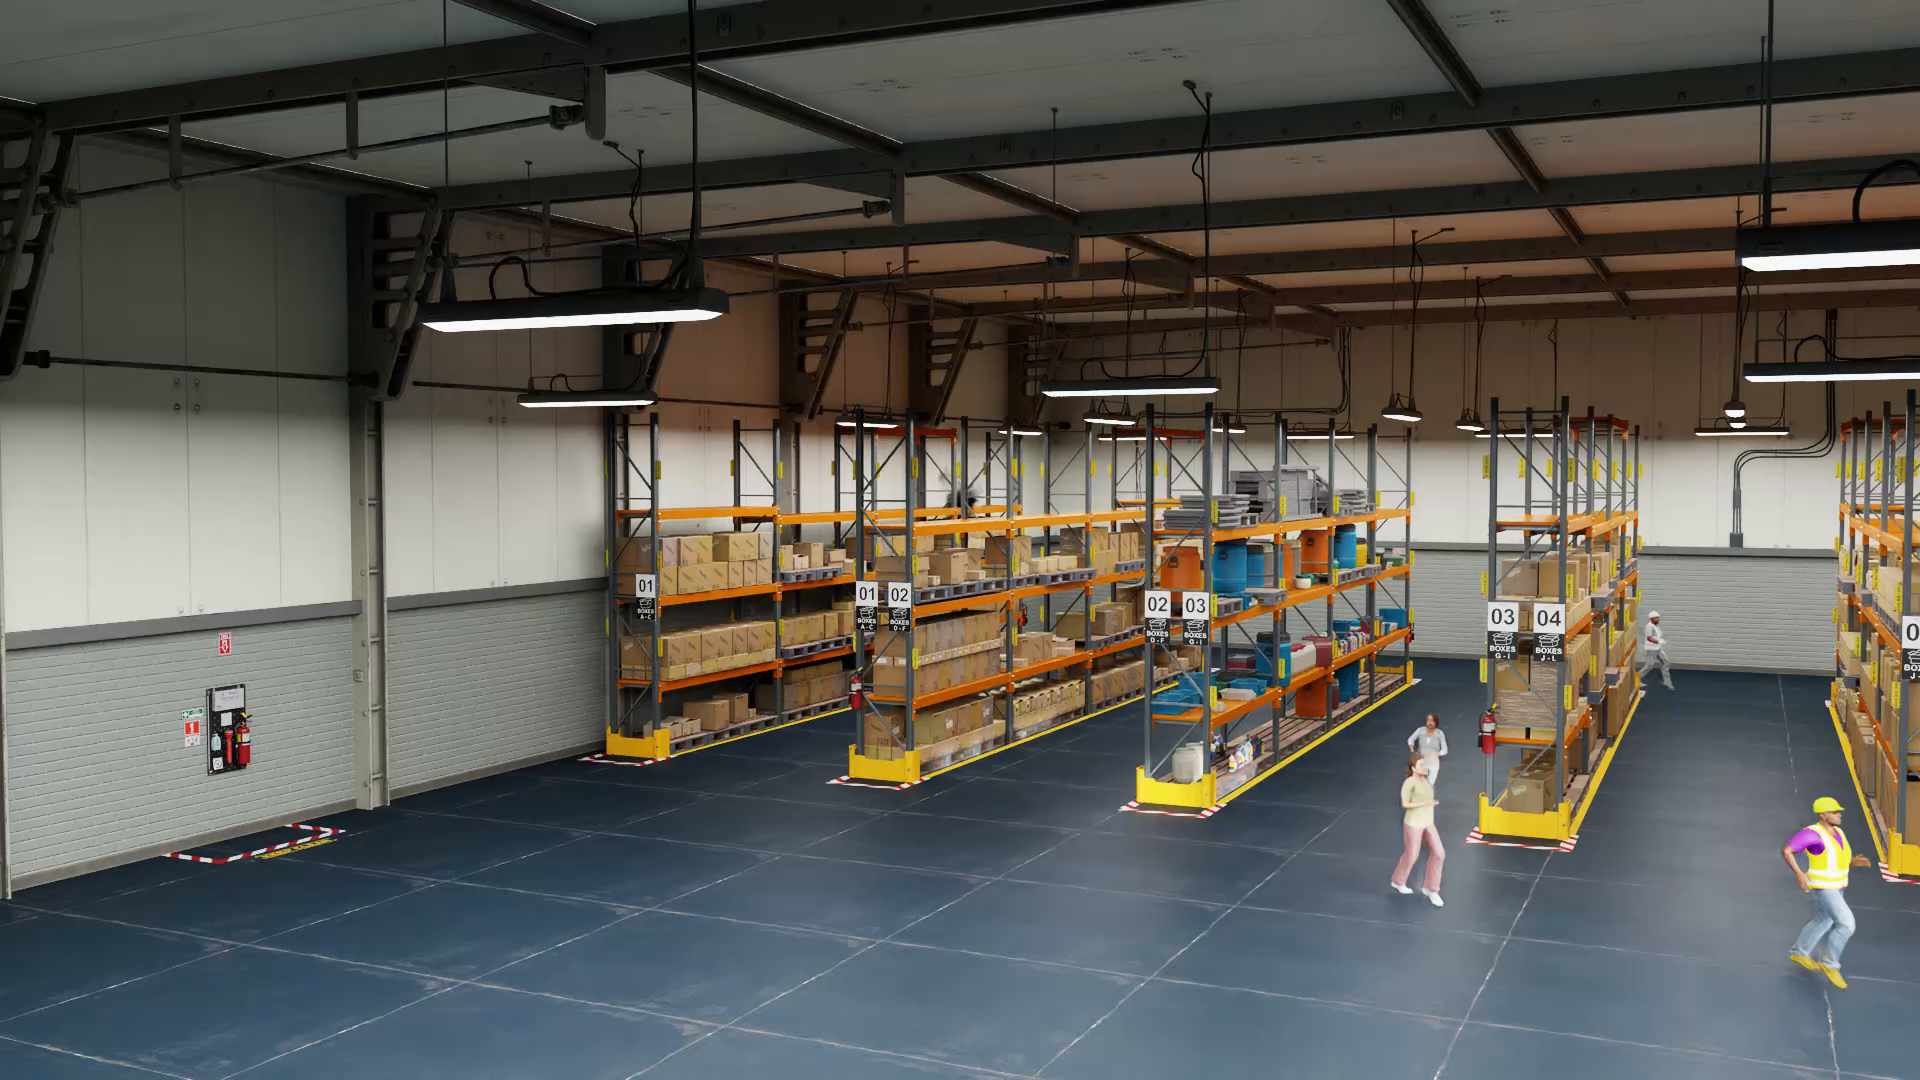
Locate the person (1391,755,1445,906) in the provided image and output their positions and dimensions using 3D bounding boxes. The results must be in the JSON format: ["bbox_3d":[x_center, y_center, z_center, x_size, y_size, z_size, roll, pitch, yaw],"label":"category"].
[{"bbox_3d":[5.309,3.349,19.307,0.560,1.723,0.688,-2,3,-33],"label":"person"}]

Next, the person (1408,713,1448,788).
[{"bbox_3d":[6.631,3.228,23.567,0.538,1.573,0.574,1,2,13],"label":"person"}]

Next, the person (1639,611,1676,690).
[{"bbox_3d":[15.816,2.524,37.892,0.865,1.816,0.686,2,3,39],"label":"person"}]

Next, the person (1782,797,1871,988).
[{"bbox_3d":[8.510,3.435,16.306,0.669,1.823,0.751,-2,3,-40],"label":"person"}]
